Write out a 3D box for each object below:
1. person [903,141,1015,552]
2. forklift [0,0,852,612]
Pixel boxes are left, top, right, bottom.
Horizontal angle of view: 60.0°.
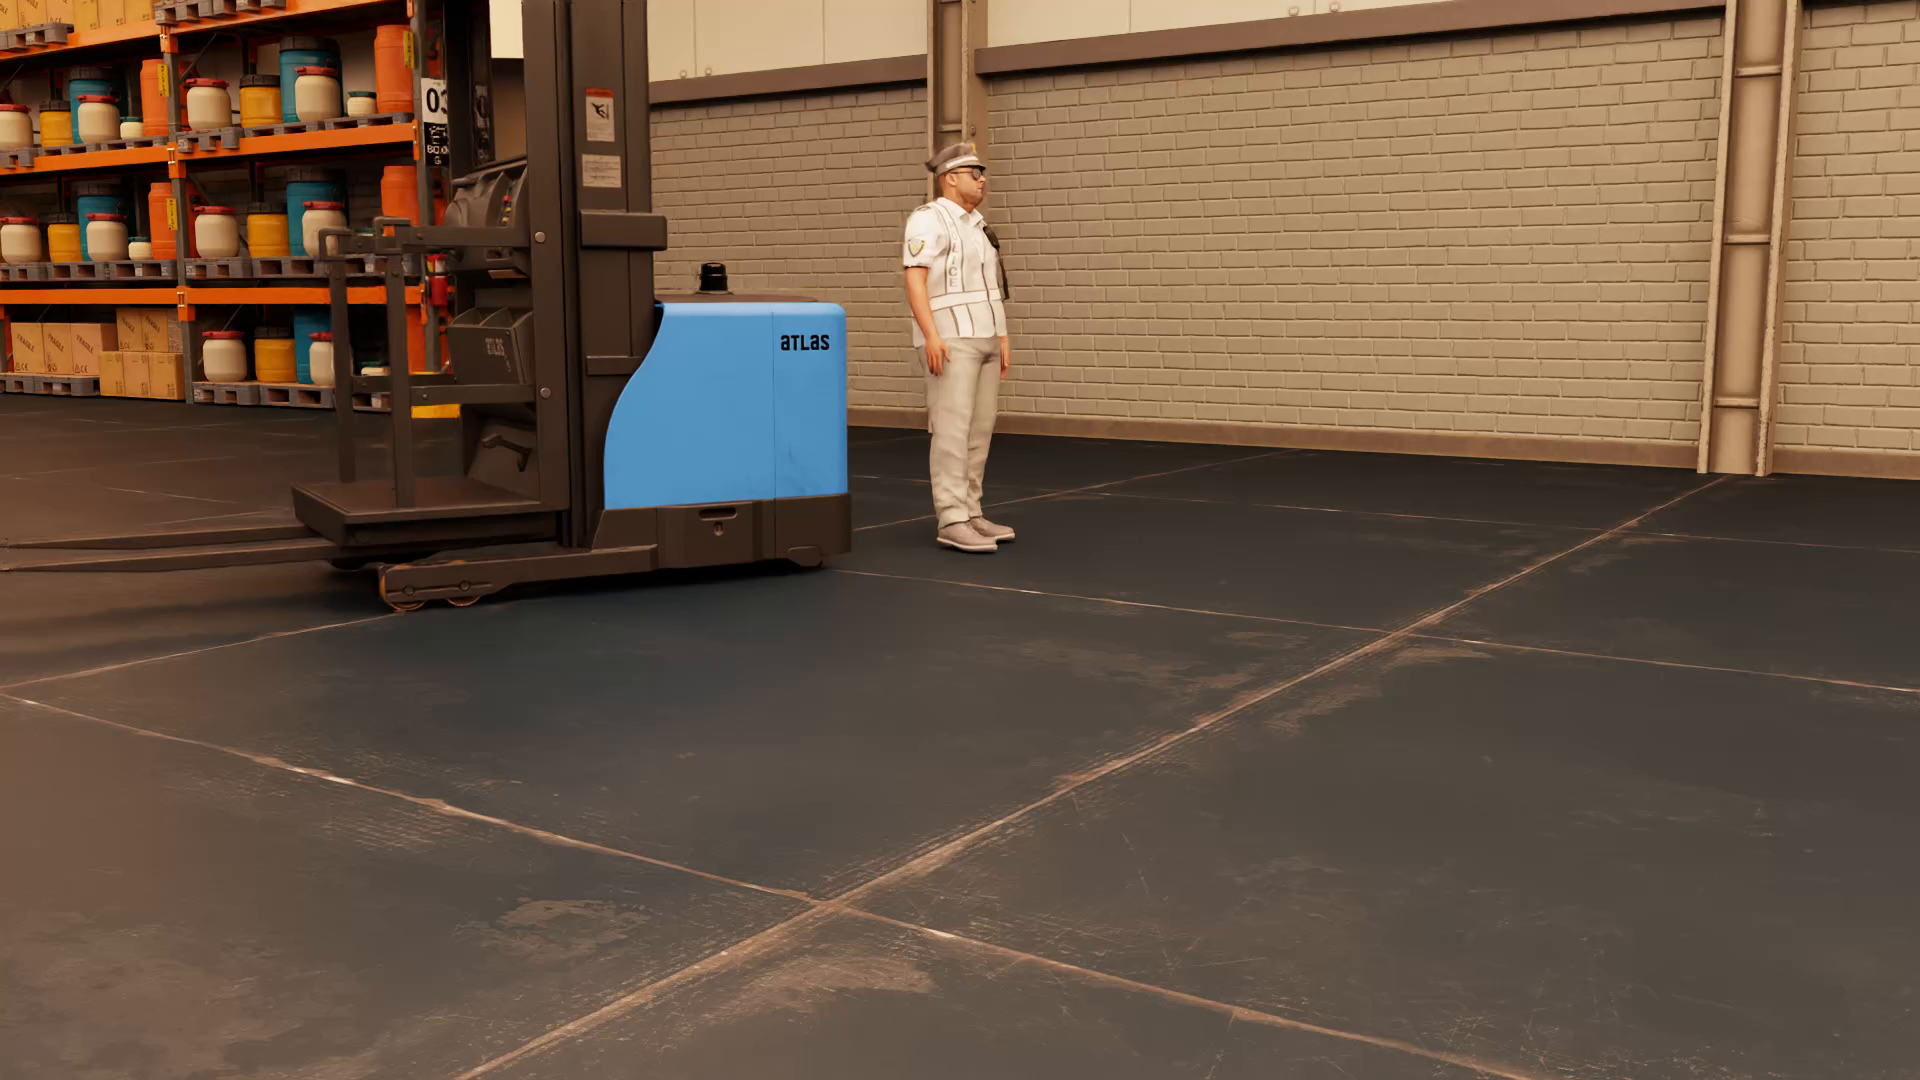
[{"bbox_3d":[0.067,-0.881,7.429,0.561,1.780,0.656,5,10,33],"label":"person"},{"bbox_3d":[-1.970,-1.284,6.224,3.031,2.935,1.130,-5,9,-31],"label":"forklift"}]
